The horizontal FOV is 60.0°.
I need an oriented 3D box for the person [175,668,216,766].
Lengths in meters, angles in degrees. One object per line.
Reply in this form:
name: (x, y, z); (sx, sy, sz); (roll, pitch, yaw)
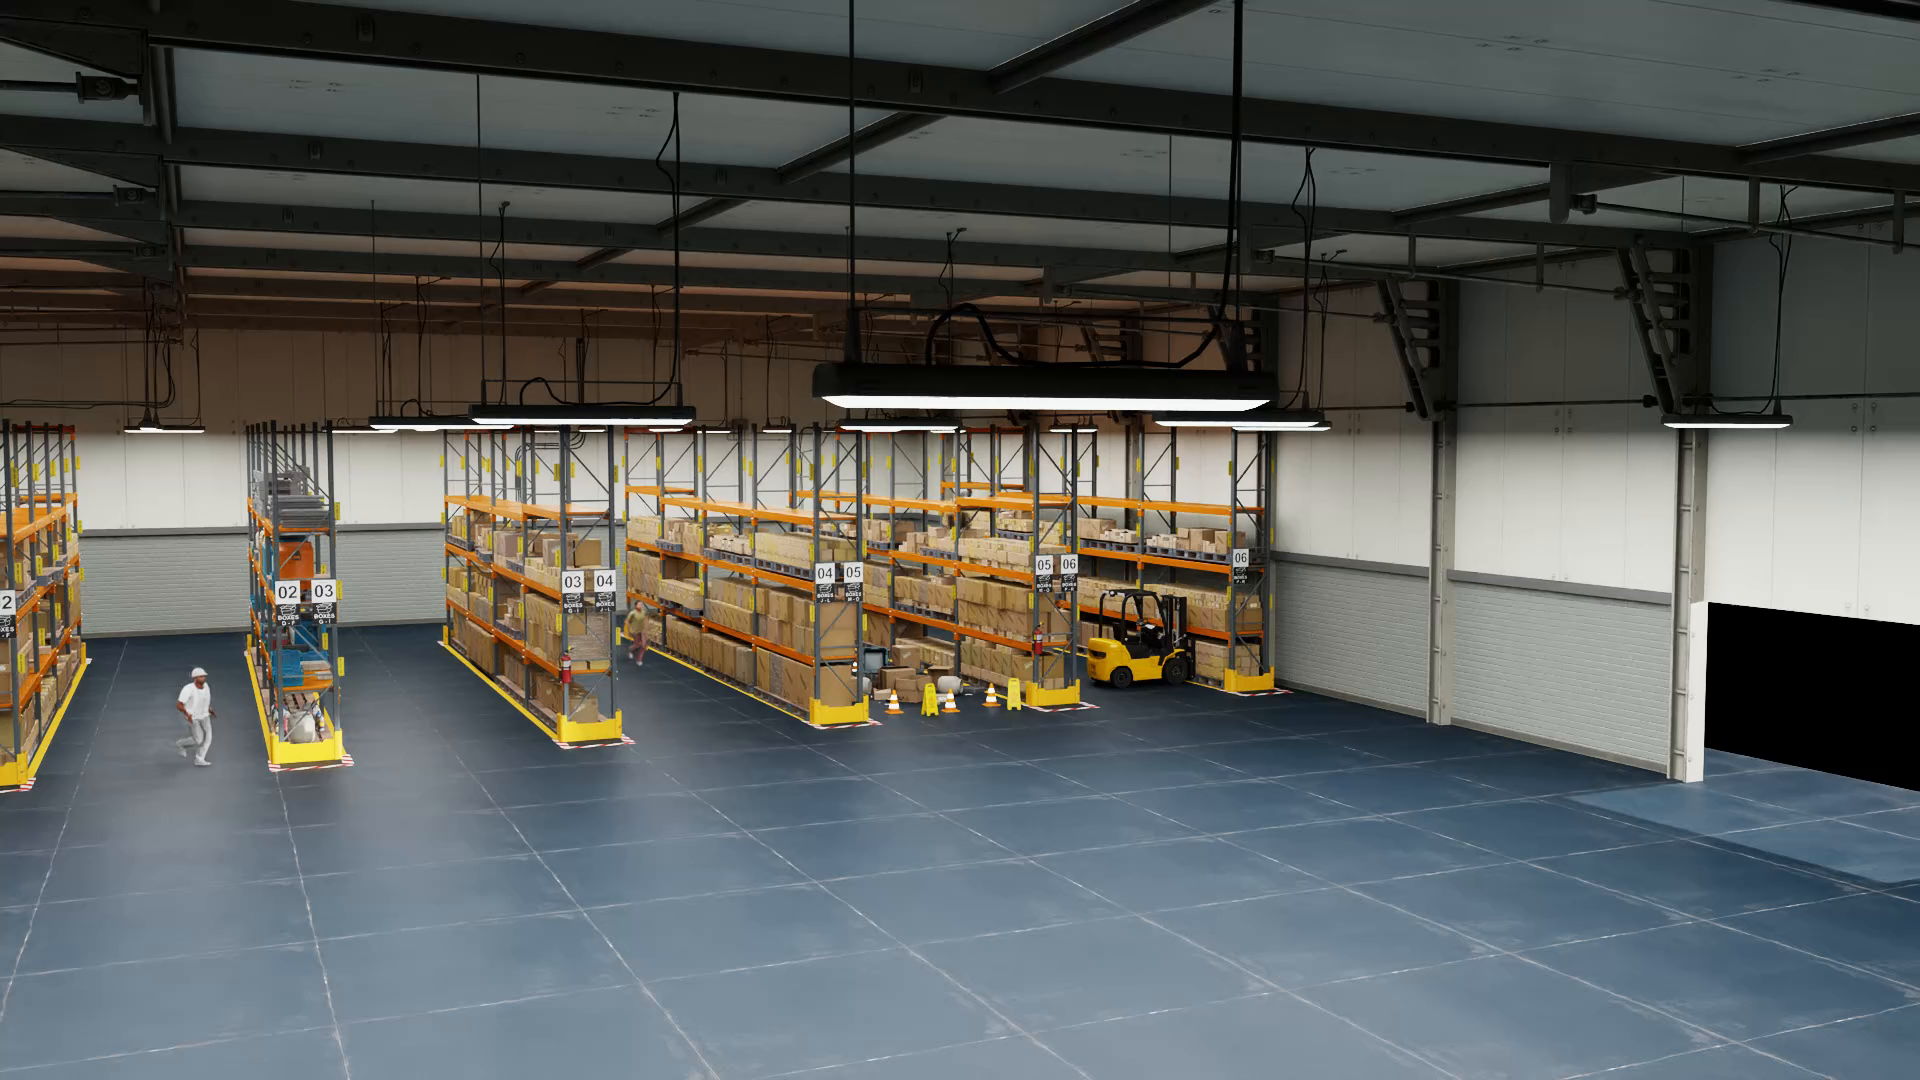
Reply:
person: (-13.297, 3.067, 28.882); (0.667, 1.702, 0.686); (2, 4, 26)

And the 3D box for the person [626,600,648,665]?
person: (-8.106, 2.316, 41.778); (0.595, 1.625, 0.616); (-3, 4, -37)
